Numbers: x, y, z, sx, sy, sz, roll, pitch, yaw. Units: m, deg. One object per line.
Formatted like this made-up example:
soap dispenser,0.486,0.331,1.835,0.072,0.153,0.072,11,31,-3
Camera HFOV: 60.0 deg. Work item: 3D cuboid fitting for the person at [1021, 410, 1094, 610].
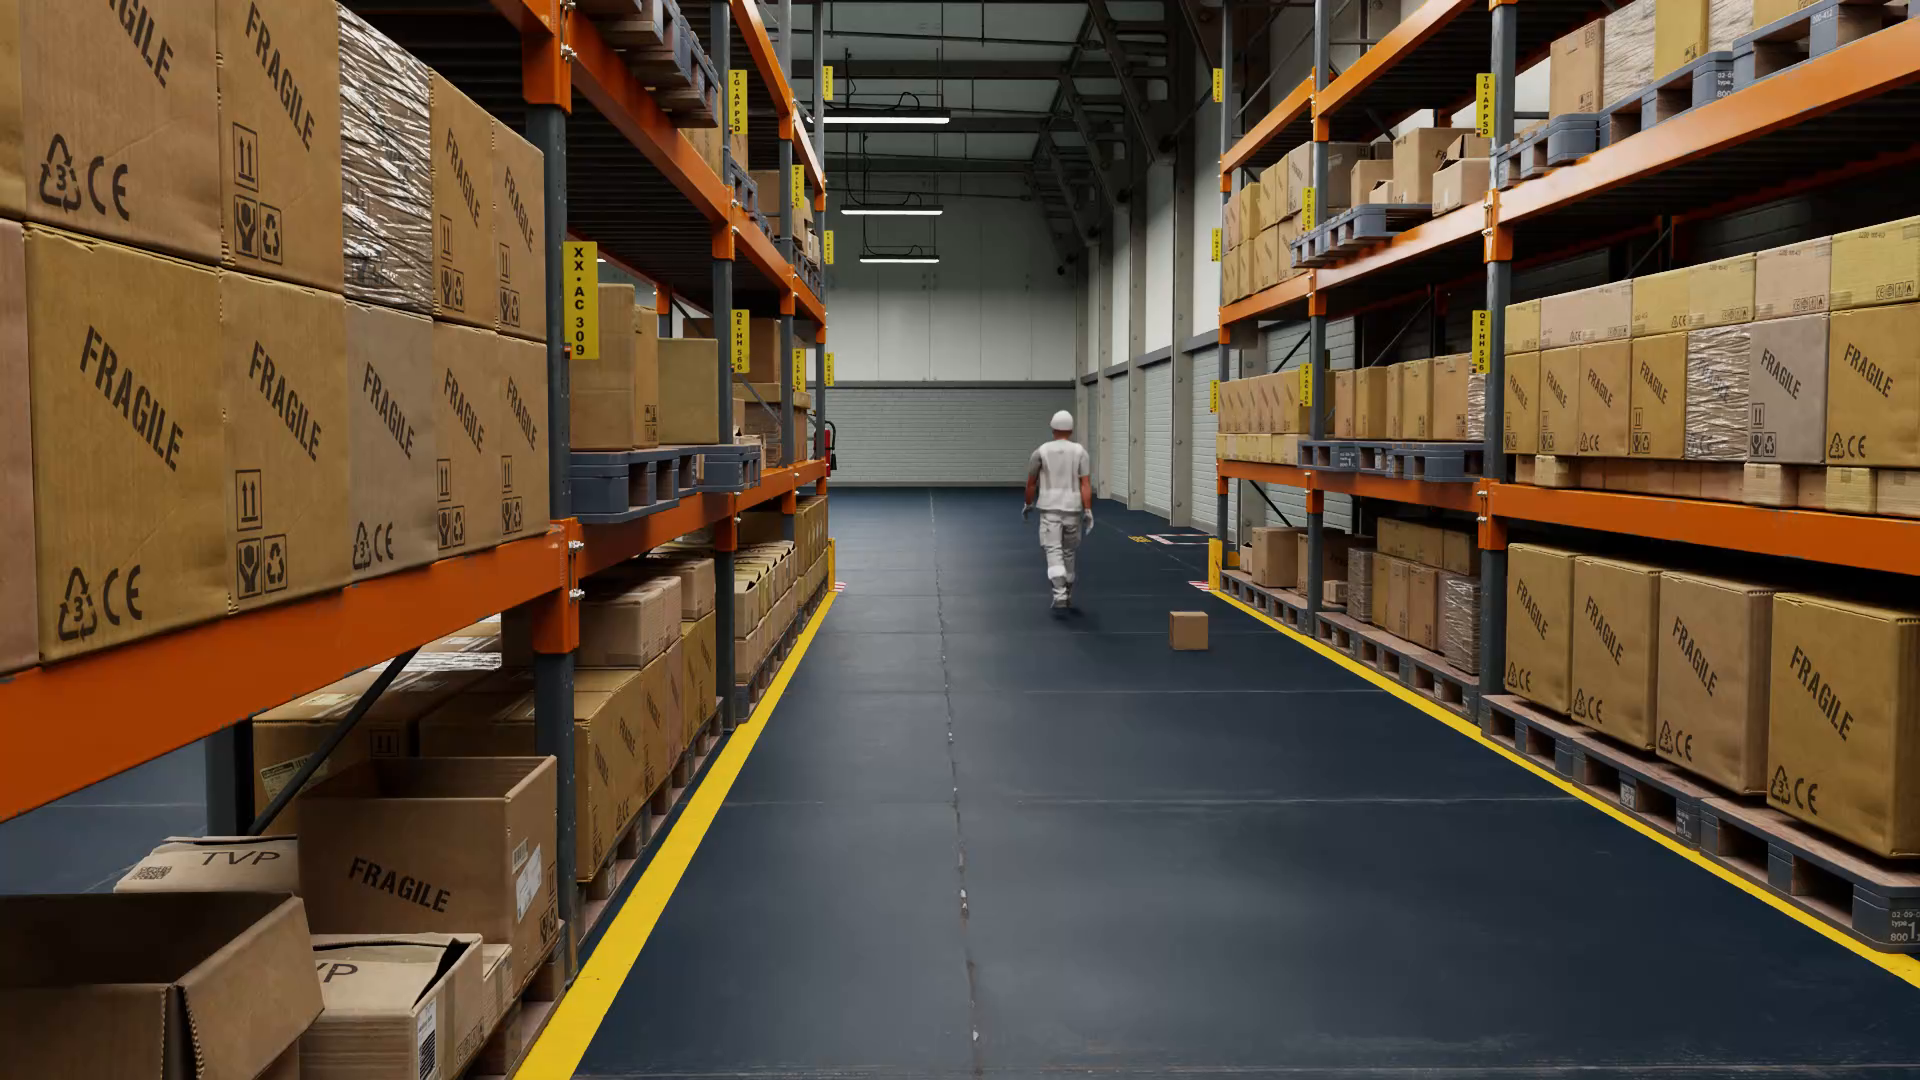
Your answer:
person,0.843,-0.256,14.484,0.583,1.740,1.057,0,4,-5
